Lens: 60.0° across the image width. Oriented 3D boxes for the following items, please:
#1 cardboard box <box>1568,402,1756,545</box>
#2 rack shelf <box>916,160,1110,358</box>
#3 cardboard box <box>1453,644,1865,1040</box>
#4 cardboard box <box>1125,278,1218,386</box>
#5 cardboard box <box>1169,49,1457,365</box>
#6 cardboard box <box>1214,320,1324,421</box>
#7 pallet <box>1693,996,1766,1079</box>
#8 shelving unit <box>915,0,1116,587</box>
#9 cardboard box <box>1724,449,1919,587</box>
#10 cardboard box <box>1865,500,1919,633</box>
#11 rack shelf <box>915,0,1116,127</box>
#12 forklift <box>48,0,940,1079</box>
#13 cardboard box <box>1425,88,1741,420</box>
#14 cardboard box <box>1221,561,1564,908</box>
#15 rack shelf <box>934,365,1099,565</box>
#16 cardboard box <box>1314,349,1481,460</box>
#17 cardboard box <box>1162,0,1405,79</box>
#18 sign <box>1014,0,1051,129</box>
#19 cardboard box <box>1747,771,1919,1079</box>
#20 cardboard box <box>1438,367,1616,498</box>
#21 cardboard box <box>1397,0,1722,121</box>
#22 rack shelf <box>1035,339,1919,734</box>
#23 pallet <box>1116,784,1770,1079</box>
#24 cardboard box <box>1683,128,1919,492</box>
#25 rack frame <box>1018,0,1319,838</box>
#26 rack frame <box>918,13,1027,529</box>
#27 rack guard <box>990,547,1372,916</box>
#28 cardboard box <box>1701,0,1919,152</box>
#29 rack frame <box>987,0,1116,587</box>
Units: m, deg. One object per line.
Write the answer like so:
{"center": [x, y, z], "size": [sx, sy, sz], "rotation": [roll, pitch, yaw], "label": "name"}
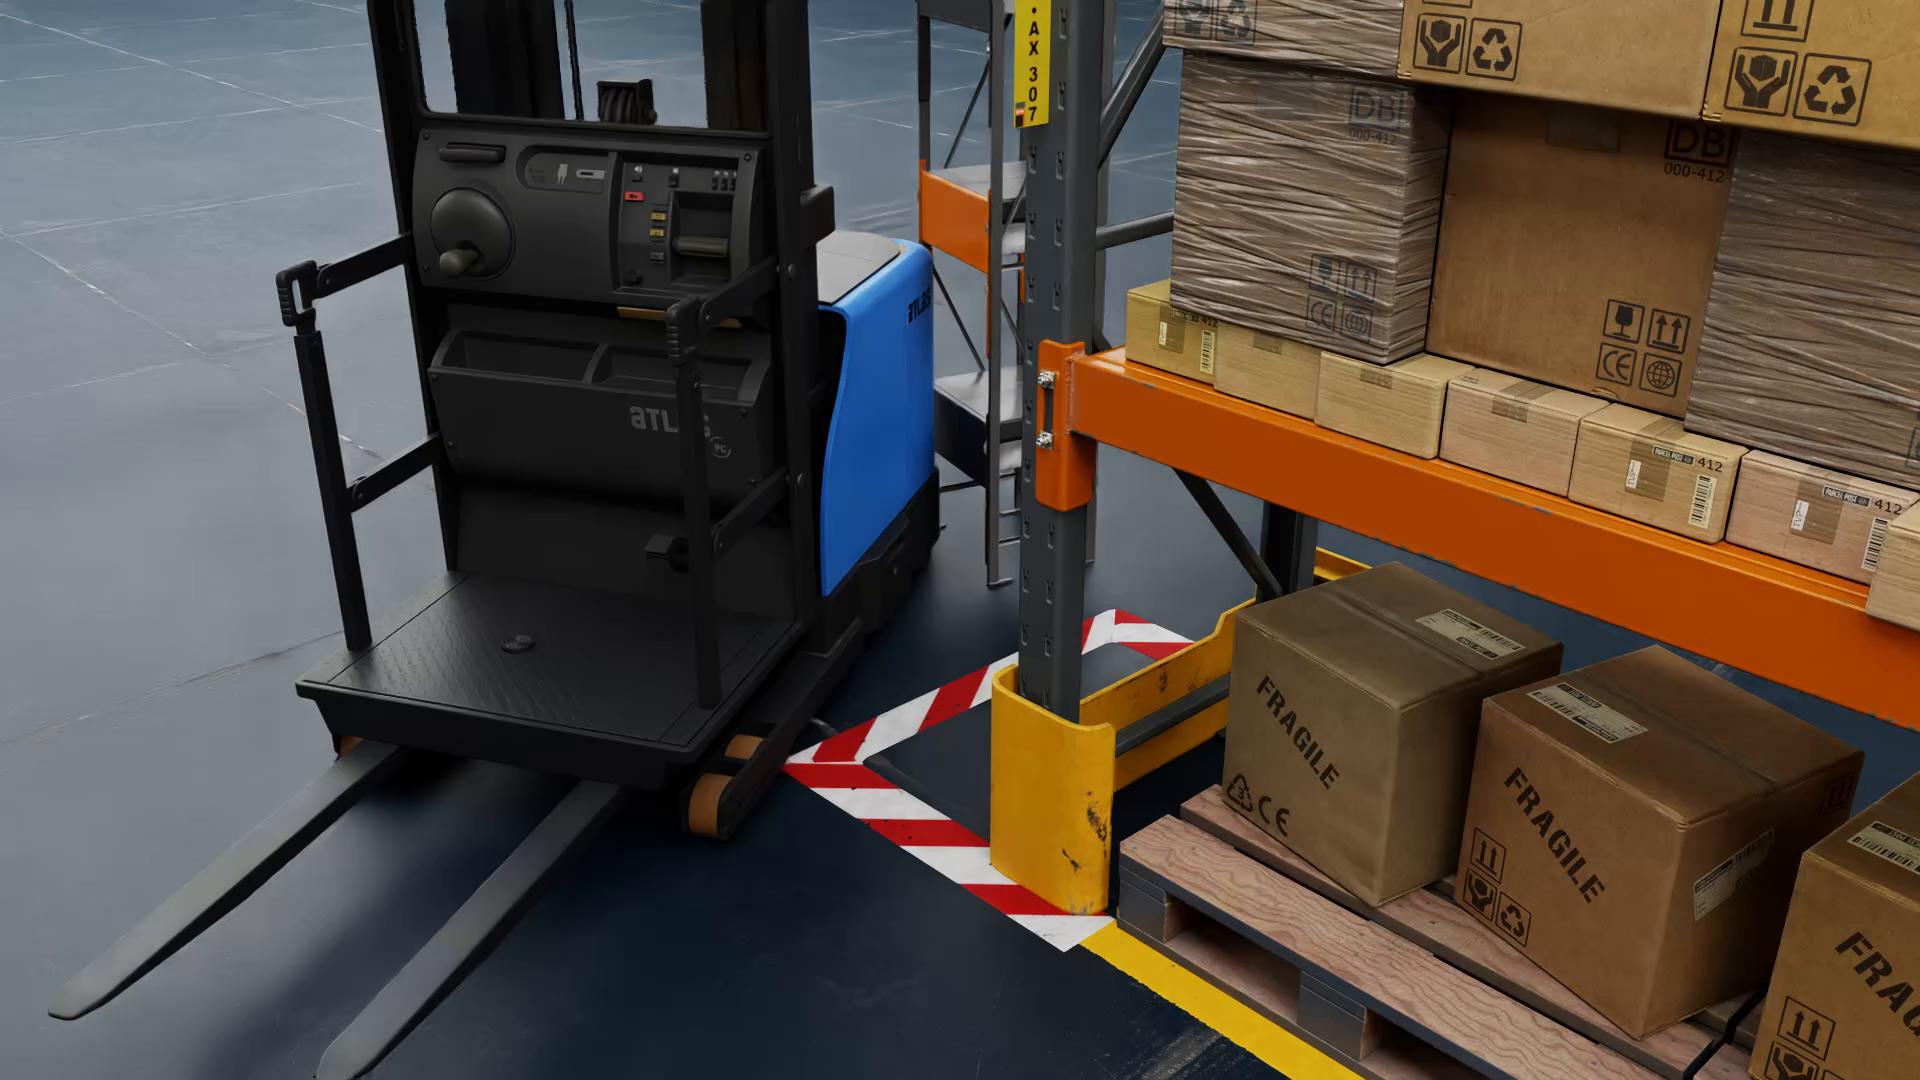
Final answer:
{"center": [1.228, -0.148, 2.762], "size": [0.380, 0.149, 0.250], "rotation": [-21, 32, -38], "label": "cardboard box"}
{"center": [0.160, -0.919, 5.268], "size": [0.431, 0.518, 0.480], "rotation": [-12, 27, -24], "label": "rack shelf"}
{"center": [1.387, 0.587, 3.355], "size": [0.500, 0.500, 0.500], "rotation": [-12, 27, -25], "label": "cardboard box"}
{"center": [0.559, -0.456, 3.439], "size": [0.380, 0.149, 0.250], "rotation": [-21, 32, -38], "label": "cardboard box"}
{"center": [0.894, -0.731, 3.260], "size": [0.875, 0.500, 0.500], "rotation": [-21, 32, -38], "label": "cardboard box"}
{"center": [0.716, -0.375, 3.261], "size": [0.380, 0.149, 0.250], "rotation": [-21, 32, -38], "label": "cardboard box"}
{"center": [1.950, 1.193, 2.881], "size": [1.003, 0.211, 1.213], "rotation": [-21, 32, -38], "label": "pallet"}
{"center": [0.160, -0.932, 5.262], "size": [0.431, 2.100, 0.503], "rotation": [-12, 27, -24], "label": "shelving unit"}
{"center": [1.418, -0.080, 2.613], "size": [0.380, 0.149, 0.250], "rotation": [-21, 32, -38], "label": "cardboard box"}
{"center": [1.514, 0.026, 2.383], "size": [0.380, 0.149, 0.250], "rotation": [-21, 32, -38], "label": "cardboard box"}
{"center": [0.160, -1.556, 4.977], "size": [0.431, 0.518, 0.480], "rotation": [-12, 27, -24], "label": "rack shelf"}
{"center": [-0.995, -0.775, 3.918], "size": [1.130, 2.935, 3.031], "rotation": [7, 26, 16], "label": "forklift"}
{"center": [1.324, -0.614, 3.002], "size": [0.875, 0.500, 0.500], "rotation": [-21, 32, -38], "label": "cardboard box"}
{"center": [0.953, 0.415, 3.731], "size": [0.500, 0.500, 0.500], "rotation": [-15, 28, -29], "label": "cardboard box"}
{"center": [0.160, -0.282, 5.558], "size": [0.431, 0.518, 0.480], "rotation": [-12, 27, -24], "label": "rack shelf"}
{"center": [0.876, -0.295, 3.086], "size": [0.380, 0.149, 0.250], "rotation": [-21, 32, -38], "label": "cardboard box"}
{"center": [0.715, -1.117, 2.900], "size": [0.500, 0.500, 0.500], "rotation": [-21, 32, -38], "label": "cardboard box"}
{"center": [0.143, -0.965, 3.207], "size": [0.100, 0.325, 0.005], "rotation": [-21, 32, -38], "label": "sign"}
{"center": [1.801, 0.782, 2.928], "size": [0.500, 0.500, 0.500], "rotation": [-18, 30, -34], "label": "cardboard box"}
{"center": [1.062, -0.225, 2.933], "size": [0.380, 0.149, 0.250], "rotation": [-21, 32, -38], "label": "cardboard box"}
{"center": [1.052, -0.963, 2.563], "size": [0.500, 0.500, 0.500], "rotation": [-21, 32, -38], "label": "cardboard box"}
{"center": [1.905, 0.208, 2.546], "size": [1.077, 0.370, 4.000], "rotation": [-21, 32, -38], "label": "rack shelf"}
{"center": [1.120, 0.823, 3.691], "size": [1.003, 0.211, 1.213], "rotation": [-21, 32, -38], "label": "pallet"}
{"center": [1.634, -0.450, 2.643], "size": [0.875, 0.500, 0.500], "rotation": [-21, 32, -38], "label": "cardboard box"}
{"center": [0.538, -0.725, 3.725], "size": [1.000, 3.000, 0.127], "rotation": [-21, 32, -38], "label": "rack frame"}
{"center": [0.050, -1.022, 5.460], "size": [0.400, 2.100, 0.015], "rotation": [-12, 27, -24], "label": "rack frame"}
{"center": [0.590, 0.436, 4.193], "size": [1.175, 0.500, 0.348], "rotation": [-21, 32, -38], "label": "rack guard"}
{"center": [1.395, -0.812, 2.232], "size": [0.500, 0.500, 0.500], "rotation": [-21, 32, -38], "label": "cardboard box"}
{"center": [0.270, -0.841, 5.064], "size": [0.400, 2.100, 0.015], "rotation": [-12, 27, -24], "label": "rack frame"}
